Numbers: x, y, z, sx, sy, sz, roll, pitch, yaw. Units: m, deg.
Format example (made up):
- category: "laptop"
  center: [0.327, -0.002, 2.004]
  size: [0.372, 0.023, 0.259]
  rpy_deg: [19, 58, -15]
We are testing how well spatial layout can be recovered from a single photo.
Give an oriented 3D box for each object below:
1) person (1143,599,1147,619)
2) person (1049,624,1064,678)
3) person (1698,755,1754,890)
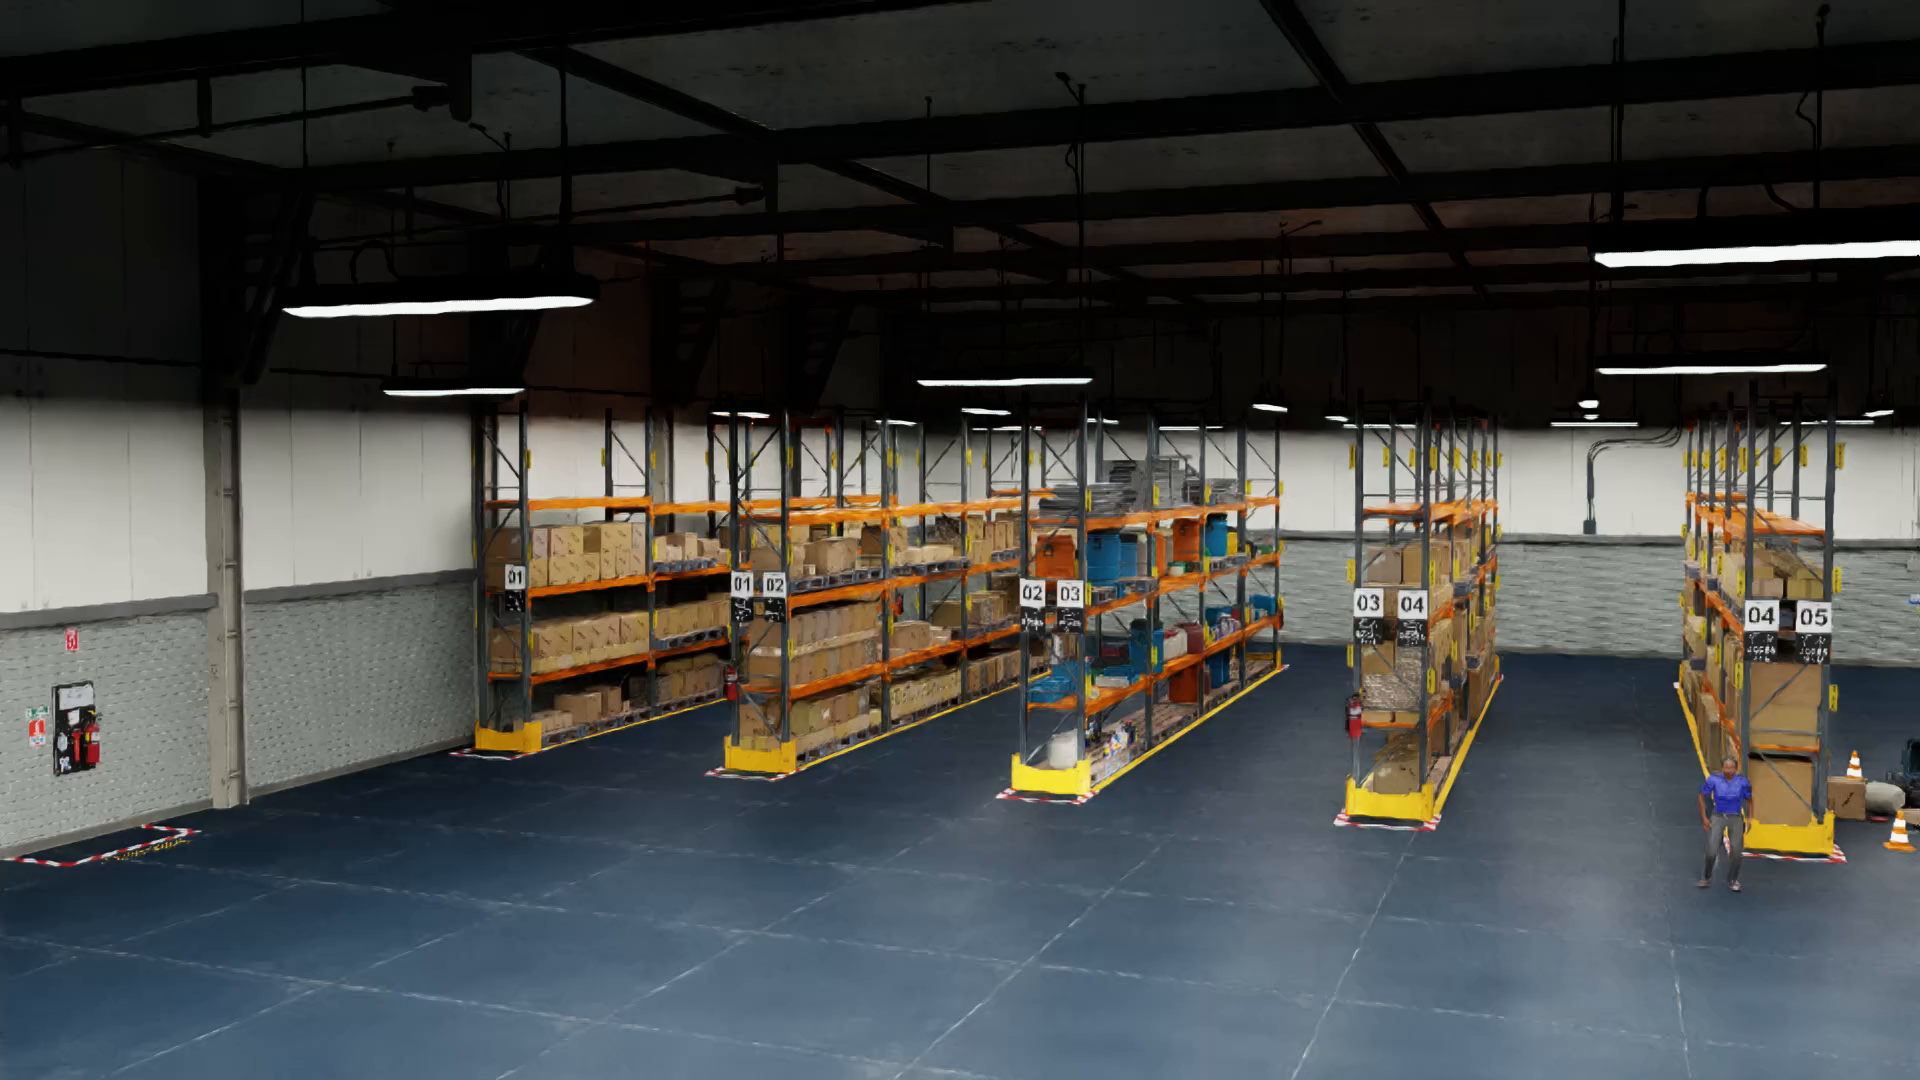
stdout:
- category: "person"
  center: [5.027, 2.058, 43.674]
  size: [0.461, 1.626, 0.989]
  rpy_deg: [1, 3, 20]
- category: "person"
  center: [2.008, 2.547, 34.352]
  size: [0.349, 1.641, 0.477]
  rpy_deg: [0, 3, -6]
- category: "person"
  center: [8.888, 3.267, 19.305]
  size: [0.592, 1.604, 0.518]
  rpy_deg: [1, 3, 18]
